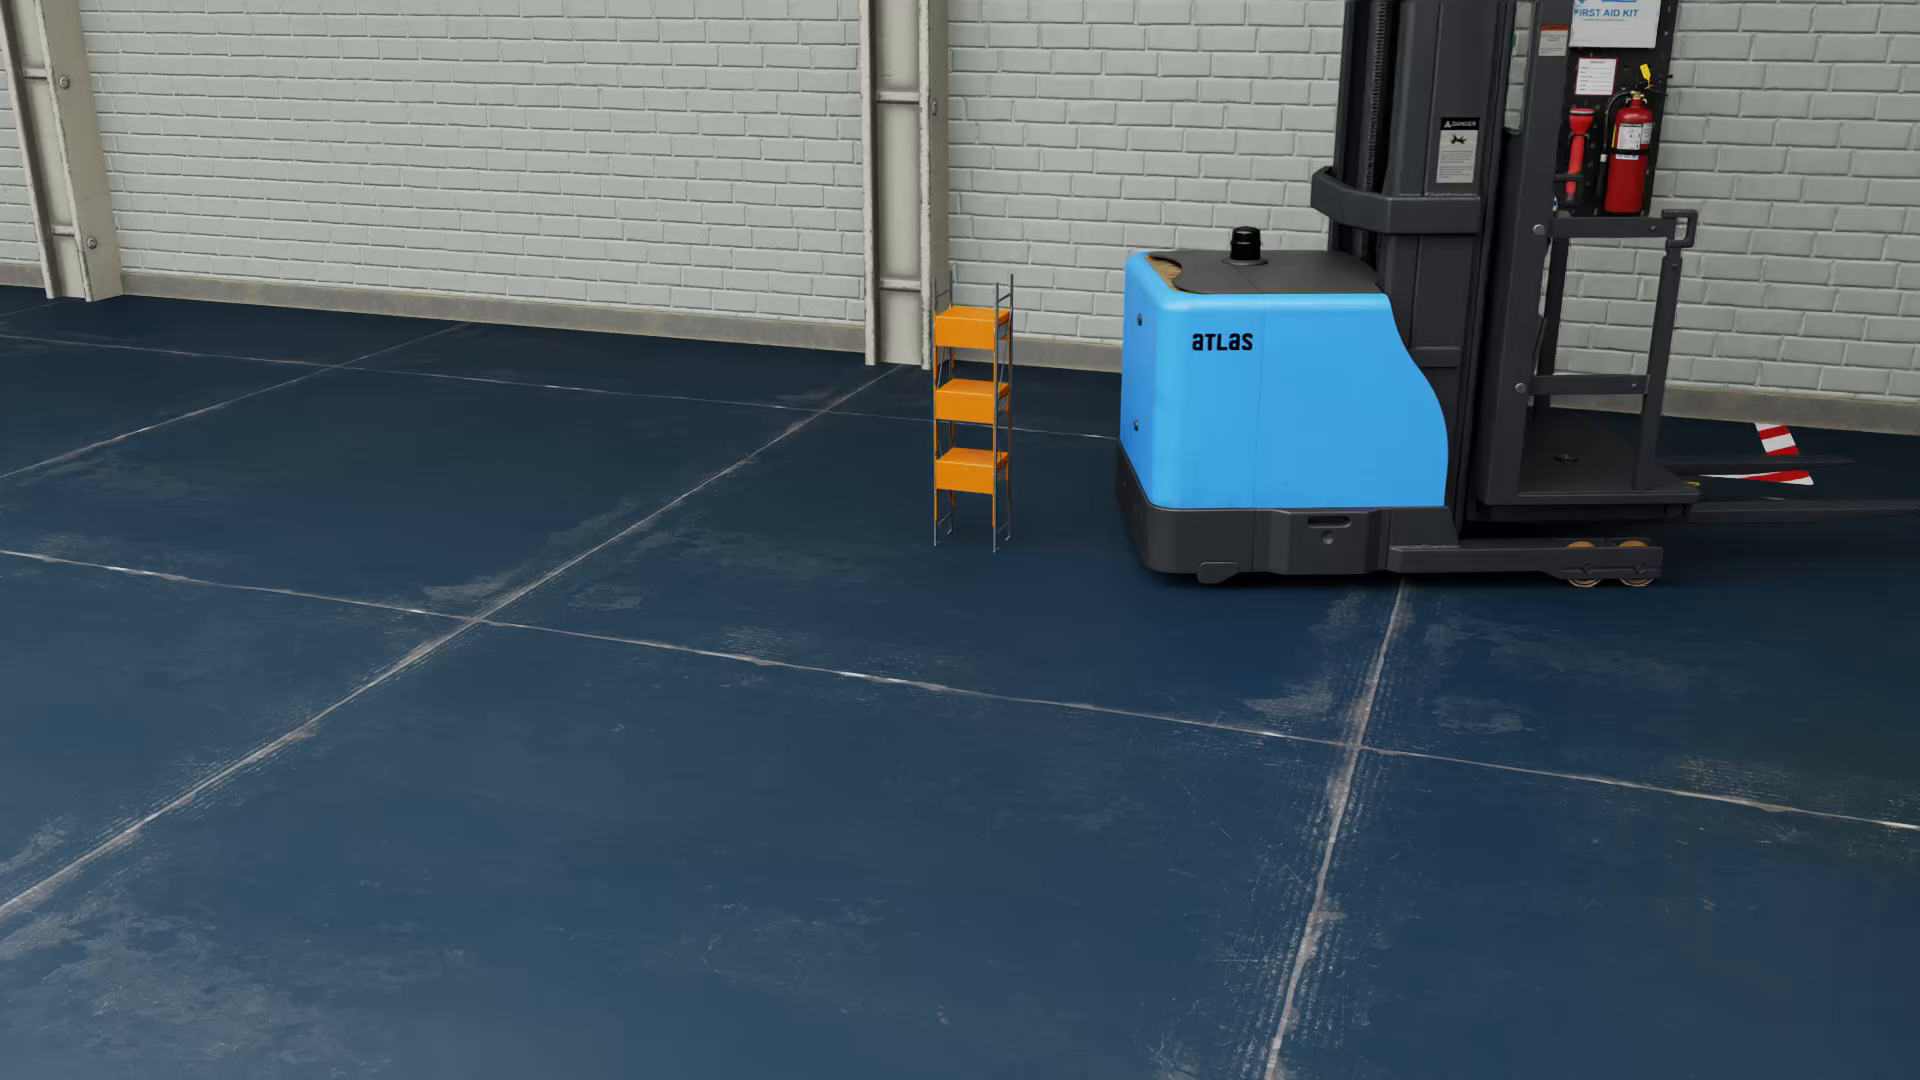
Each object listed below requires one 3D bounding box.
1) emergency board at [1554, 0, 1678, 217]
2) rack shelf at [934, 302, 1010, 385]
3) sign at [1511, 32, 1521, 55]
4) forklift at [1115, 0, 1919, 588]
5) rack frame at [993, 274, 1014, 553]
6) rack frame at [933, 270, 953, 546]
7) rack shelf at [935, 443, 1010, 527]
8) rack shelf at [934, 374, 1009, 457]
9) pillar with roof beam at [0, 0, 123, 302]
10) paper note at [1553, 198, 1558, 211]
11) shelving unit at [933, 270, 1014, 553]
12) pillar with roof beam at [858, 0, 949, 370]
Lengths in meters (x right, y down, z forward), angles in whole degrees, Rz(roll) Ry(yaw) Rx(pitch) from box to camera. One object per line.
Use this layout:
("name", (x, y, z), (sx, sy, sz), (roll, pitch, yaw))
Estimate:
("emergency board", (3.045, -2.070, 7.957), (0.643, 1.169, 0.194), (7, 20, 18))
("rack shelf", (0.051, -0.748, 6.297), (0.240, 0.259, 0.215), (7, 20, 18))
("sign", (2.558, -2.425, 8.118), (0.331, 0.109, 0.001), (7, 20, 18))
("forklift", (2.173, -1.385, 6.095), (3.031, 2.935, 1.130), (-1, 19, -2))
("rack frame", (0.166, -0.477, 6.349), (0.008, 1.050, 0.200), (7, 20, 18))
("rack frame", (-0.065, -0.503, 6.425), (0.008, 1.050, 0.200), (7, 20, 18))
("rack shelf", (0.051, -0.218, 6.482), (0.240, 0.259, 0.215), (7, 20, 18))
("rack shelf", (0.051, -0.480, 6.390), (0.240, 0.259, 0.215), (7, 20, 18))
("pillar with roof beam", (-7.381, -4.581, 6.048), (0.400, 9.000, 9.100), (7, 20, 18))
("paper note", (2.900, -1.694, 8.218), (0.142, 0.148, 0.016), (7, 20, 18))
("shelving unit", (0.051, -0.490, 6.387), (0.252, 1.050, 0.215), (7, 20, 18))
("pillar with roof beam", (-1.714, -3.933, 4.189), (0.400, 9.000, 9.100), (7, 20, 18))
